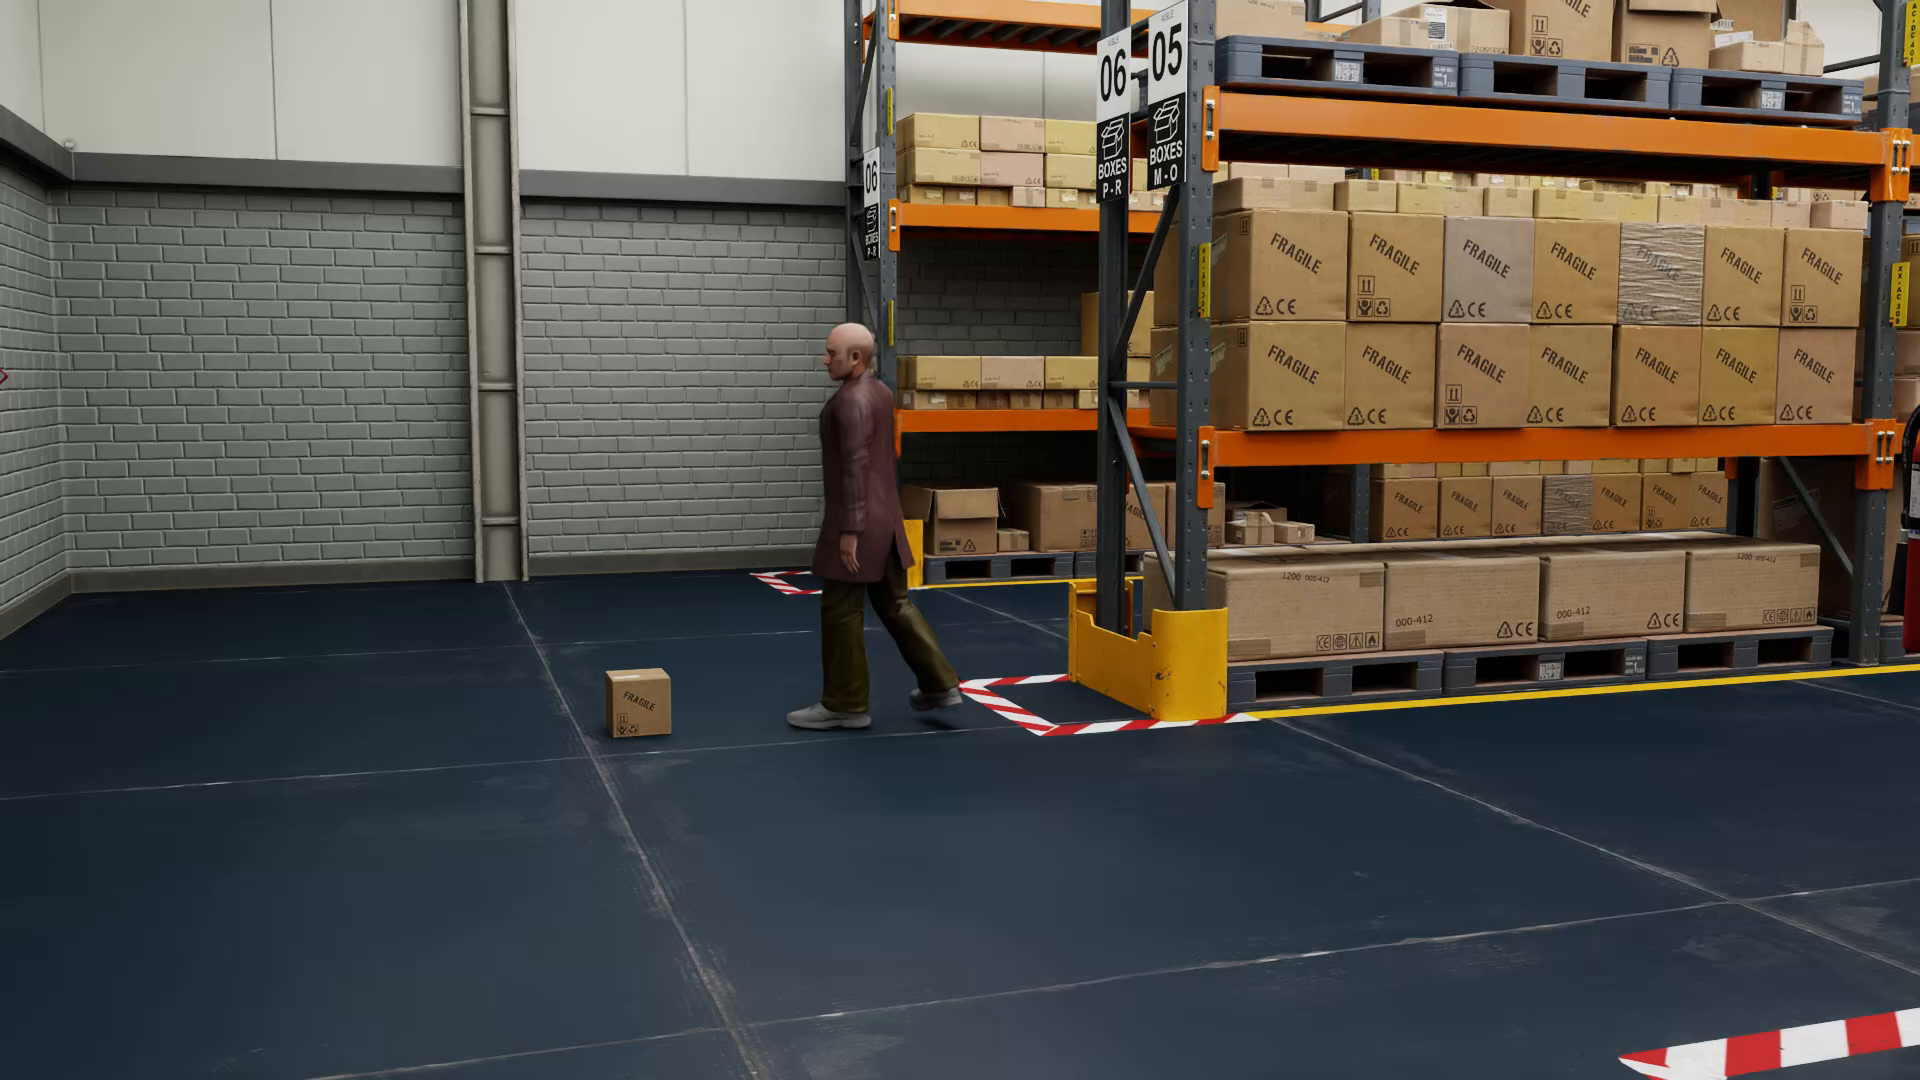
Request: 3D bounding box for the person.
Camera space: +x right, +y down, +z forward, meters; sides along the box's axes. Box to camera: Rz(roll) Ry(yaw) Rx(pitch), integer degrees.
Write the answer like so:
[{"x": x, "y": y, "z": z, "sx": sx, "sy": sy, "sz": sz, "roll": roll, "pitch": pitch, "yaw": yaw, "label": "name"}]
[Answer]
[{"x": -0.366, "y": -0.059, "z": 7.303, "sx": 0.761, "sy": 1.776, "sz": 0.613, "roll": 2, "pitch": 6, "yaw": 17, "label": "person"}]
